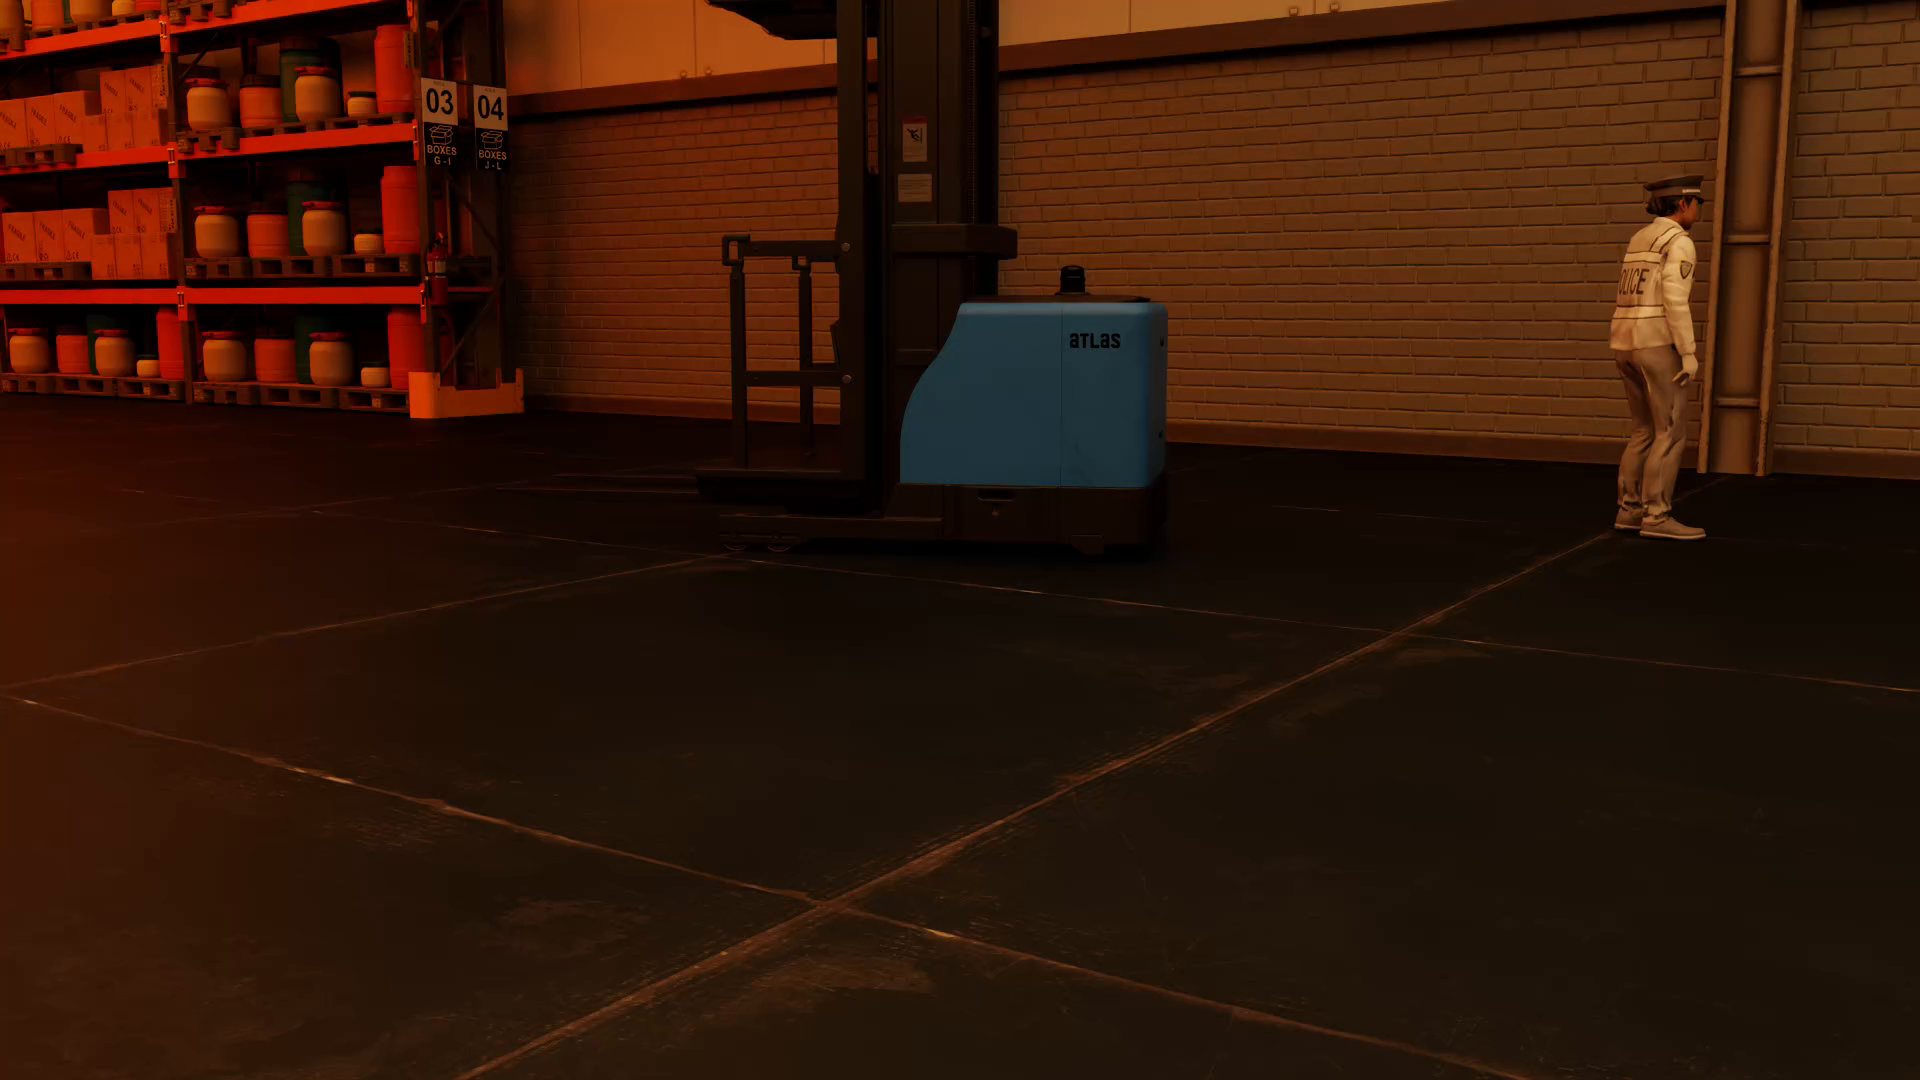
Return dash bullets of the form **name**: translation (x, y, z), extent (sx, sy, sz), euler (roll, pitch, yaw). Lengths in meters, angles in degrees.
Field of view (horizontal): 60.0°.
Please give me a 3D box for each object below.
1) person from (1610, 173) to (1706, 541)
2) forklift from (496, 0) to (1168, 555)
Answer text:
- **person**: translation (3.226, -0.852, 7.695), extent (0.375, 1.662, 0.542), euler (-1, 8, -5)
- **forklift**: translation (-0.596, -1.469, 7.520), extent (3.031, 2.935, 1.130), euler (2, 8, 12)
